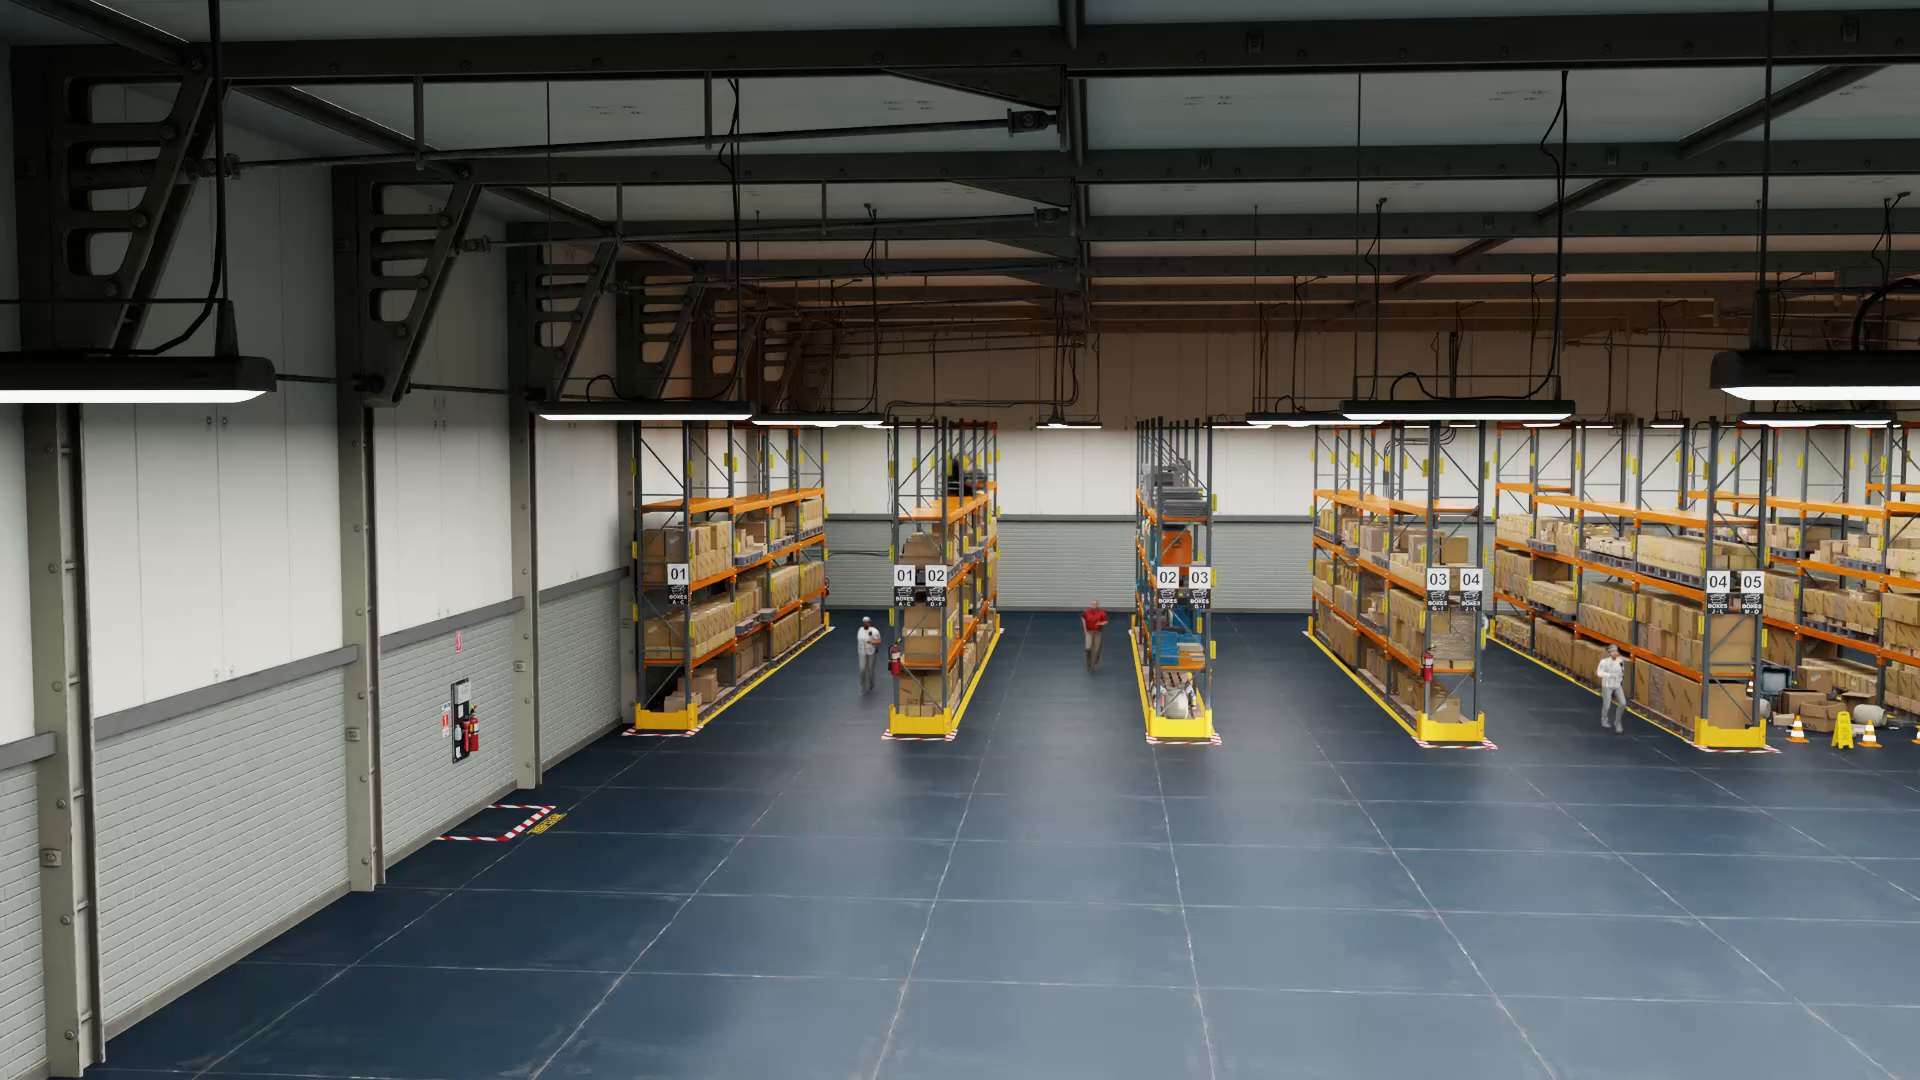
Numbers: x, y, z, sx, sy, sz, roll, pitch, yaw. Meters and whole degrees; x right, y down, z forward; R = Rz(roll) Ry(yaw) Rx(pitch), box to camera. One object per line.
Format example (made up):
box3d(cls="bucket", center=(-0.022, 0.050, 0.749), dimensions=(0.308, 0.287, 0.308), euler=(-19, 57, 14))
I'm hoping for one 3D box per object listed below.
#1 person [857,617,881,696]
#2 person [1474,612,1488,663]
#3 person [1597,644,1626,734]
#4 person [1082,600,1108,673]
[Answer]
box3d(cls="person", center=(-1.995, 2.526, 36.402), dimensions=(0.581, 1.721, 0.814), euler=(1, 4, 8))
box3d(cls="person", center=(12.405, 2.265, 39.974), dimensions=(0.676, 1.684, 0.597), euler=(0, 4, 0))
box3d(cls="person", center=(12.409, 2.821, 31.697), dimensions=(0.594, 1.710, 0.752), euler=(0, 4, 0))
box3d(cls="person", center=(3.207, 2.298, 39.611), dimensions=(0.643, 1.751, 0.780), euler=(1, 4, 9))
